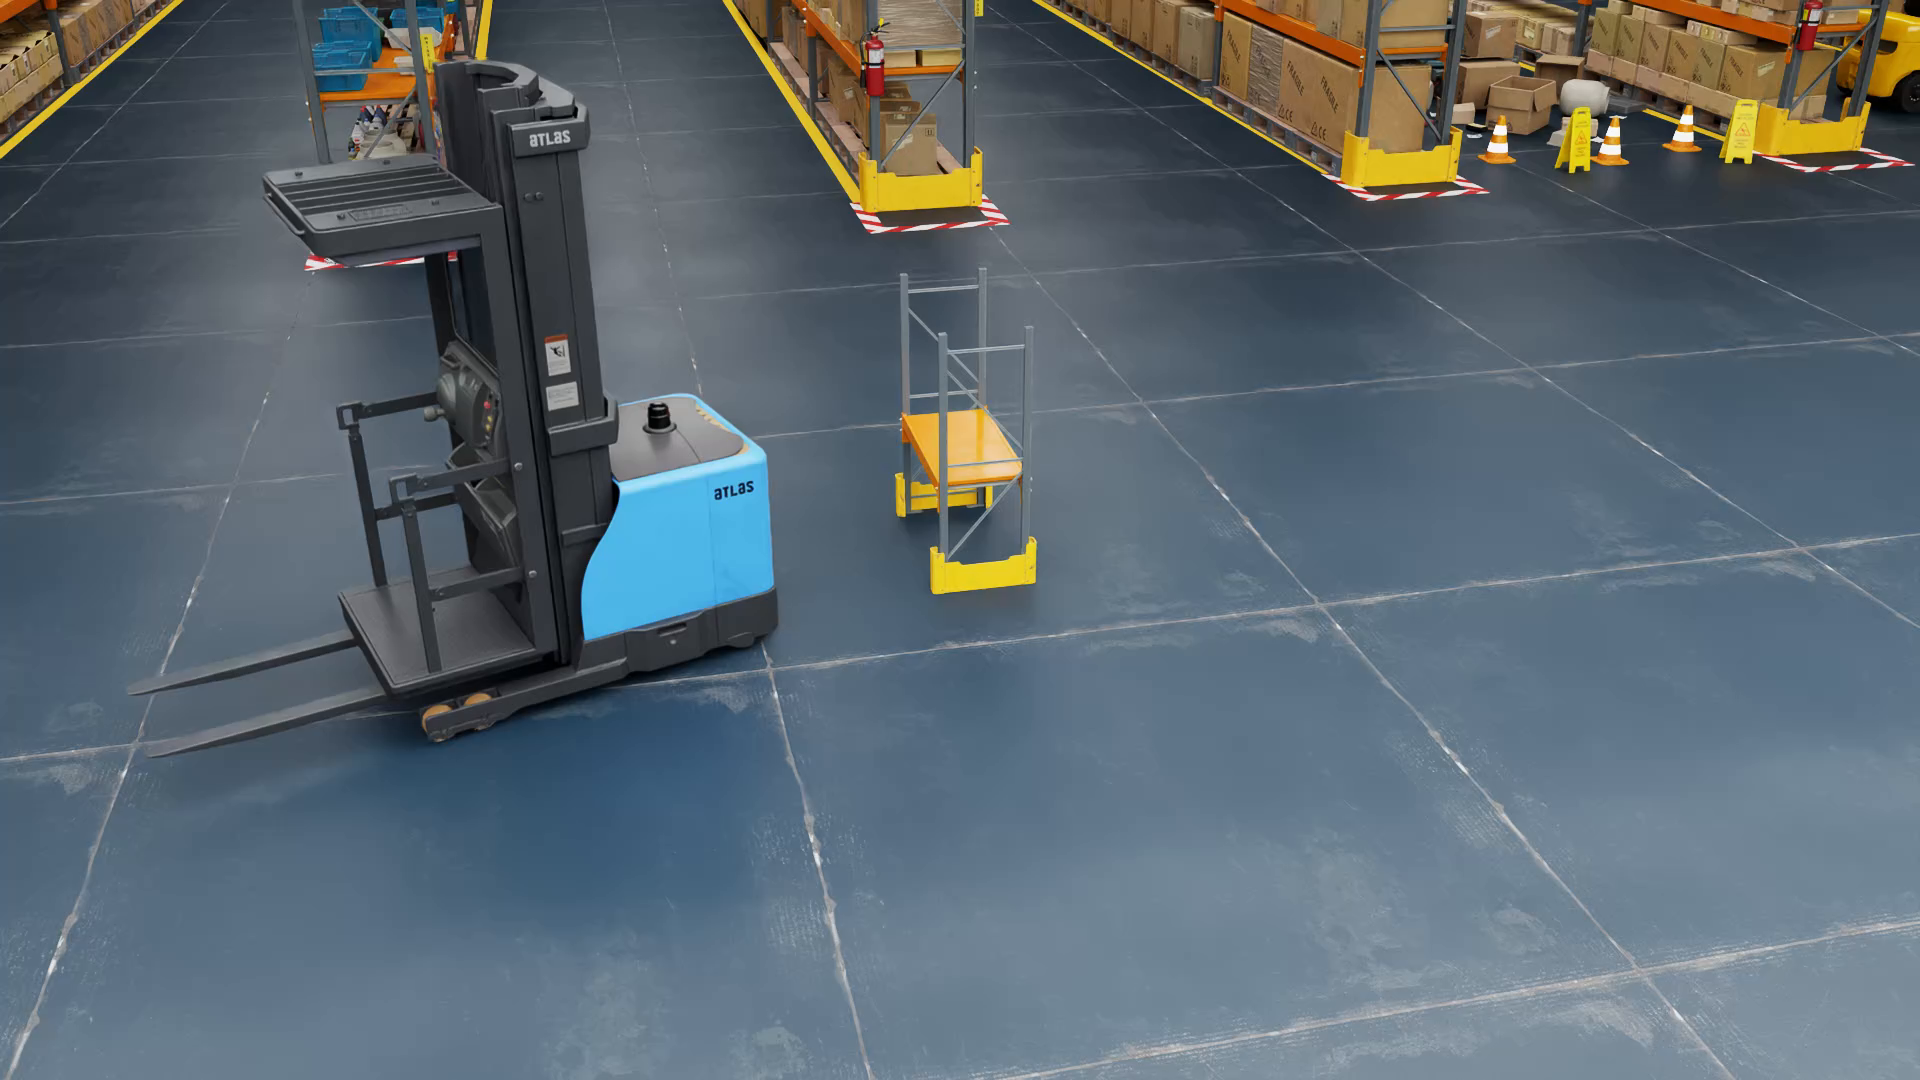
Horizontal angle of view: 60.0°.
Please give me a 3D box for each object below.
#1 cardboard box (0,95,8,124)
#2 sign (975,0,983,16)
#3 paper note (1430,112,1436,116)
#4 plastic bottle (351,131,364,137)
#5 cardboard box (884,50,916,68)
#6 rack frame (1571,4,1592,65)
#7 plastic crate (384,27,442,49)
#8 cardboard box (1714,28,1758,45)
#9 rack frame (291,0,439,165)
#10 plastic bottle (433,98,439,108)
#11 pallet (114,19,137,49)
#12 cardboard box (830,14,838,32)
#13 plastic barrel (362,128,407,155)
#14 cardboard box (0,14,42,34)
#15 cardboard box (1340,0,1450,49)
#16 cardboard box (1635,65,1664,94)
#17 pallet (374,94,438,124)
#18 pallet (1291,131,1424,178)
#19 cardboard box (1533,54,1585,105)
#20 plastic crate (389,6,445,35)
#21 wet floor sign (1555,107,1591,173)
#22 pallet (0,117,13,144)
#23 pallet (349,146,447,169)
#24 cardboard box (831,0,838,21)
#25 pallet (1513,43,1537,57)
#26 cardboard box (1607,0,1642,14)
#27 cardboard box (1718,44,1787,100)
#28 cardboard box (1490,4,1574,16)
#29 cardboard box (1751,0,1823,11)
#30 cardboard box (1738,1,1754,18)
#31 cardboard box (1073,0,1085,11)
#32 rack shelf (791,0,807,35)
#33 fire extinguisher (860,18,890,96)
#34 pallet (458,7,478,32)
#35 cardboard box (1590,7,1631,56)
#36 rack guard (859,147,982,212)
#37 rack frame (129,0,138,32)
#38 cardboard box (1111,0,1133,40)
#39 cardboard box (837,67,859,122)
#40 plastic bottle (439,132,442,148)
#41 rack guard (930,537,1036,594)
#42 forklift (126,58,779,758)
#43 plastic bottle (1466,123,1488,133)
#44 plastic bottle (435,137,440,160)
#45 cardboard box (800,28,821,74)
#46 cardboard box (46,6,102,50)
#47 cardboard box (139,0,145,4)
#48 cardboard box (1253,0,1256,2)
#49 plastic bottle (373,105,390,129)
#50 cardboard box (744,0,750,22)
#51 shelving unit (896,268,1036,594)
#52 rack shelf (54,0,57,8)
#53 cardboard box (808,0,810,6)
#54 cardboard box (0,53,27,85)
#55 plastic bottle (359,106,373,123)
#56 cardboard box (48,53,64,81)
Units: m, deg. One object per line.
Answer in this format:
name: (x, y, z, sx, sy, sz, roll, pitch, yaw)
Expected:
cardboard box: (-10.880, -4.723, 18.364, 0.500, 0.250, 0.500, -5, 27, -10)
sign: (0.165, -5.026, 15.418, 0.100, 0.325, 0.005, -6, 27, -12)
paper note: (5.679, -5.060, 19.751, 0.172, 0.023, 0.155, 3, 27, 6)
plastic bottle: (-6.091, -3.998, 16.877, 0.152, 0.276, 0.135, -7, 28, -13)
cardboard box: (-0.629, -4.576, 15.767, 0.380, 0.149, 0.250, -6, 27, -12)
rack frame: (8.390, -7.347, 20.977, 1.000, 3.000, 0.127, -6, 27, -12)
plastic crate: (-5.478, -5.033, 16.685, 0.530, 0.136, 0.437, -6, 27, -12)
cardboard box: (8.709, -5.655, 18.658, 0.380, 0.149, 0.250, -5, 27, -10)
rack frame: (-5.189, -4.081, 14.507, 1.000, 3.000, 0.127, -6, 27, -12)
plastic bottle: (-5.664, -4.598, 17.982, 0.144, 0.351, 0.185, -7, 28, -13)
pallet: (-12.500, -7.250, 23.880, 1.003, 0.211, 1.213, -6, 27, -12)
cardboard box: (-1.158, -5.446, 17.490, 0.380, 0.149, 0.250, -6, 27, -12)
plastic barrel: (-5.525, -3.660, 15.966, 0.421, 0.512, 0.421, 0, 27, 0)
cardboard box: (-12.258, -6.559, 21.703, 0.500, 0.500, 0.500, -5, 27, -10)
cardboard box: (4.364, -5.269, 16.694, 0.875, 0.550, 0.550, -6, 27, -12)
cardboard box: (8.514, -5.554, 20.011, 0.500, 0.250, 0.500, -6, 27, -12)
pallet: (-6.305, -4.933, 19.290, 1.003, 0.211, 1.213, -6, 27, -12)
pallet: (4.235, -4.142, 17.722, 1.003, 0.211, 1.213, -6, 27, -12)
cardboard box: (7.306, -5.623, 20.334, 0.500, 0.500, 0.500, 13, 30, 24)
plastic crate: (-5.576, -5.313, 17.112, 0.499, 0.251, 0.616, -6, 27, -12)
wet floor sign: (6.427, -4.181, 17.318, 0.267, 0.644, 0.232, -11, 29, -20)
pallet: (-11.121, -4.411, 18.254, 1.003, 0.211, 1.213, -6, 27, -12)
pallet: (-5.701, -3.757, 16.959, 1.003, 0.211, 1.213, -6, 27, -12)
cardboard box: (-0.862, -5.658, 17.190, 0.875, 0.500, 0.500, -6, 27, -12)
pallet: (7.935, -6.980, 23.345, 1.003, 0.211, 1.213, -6, 27, -12)
cardboard box: (8.230, -6.584, 20.498, 0.380, 0.149, 0.250, -6, 27, -11)
cardboard box: (8.857, -5.211, 18.498, 0.500, 0.500, 0.500, -6, 27, -11)
cardboard box: (7.946, -7.211, 23.159, 0.950, 0.372, 0.625, -5, 27, -10)
cardboard box: (8.901, -5.978, 17.825, 0.500, 0.500, 0.500, -6, 27, -13)
cardboard box: (8.797, -5.836, 18.262, 0.380, 0.149, 0.250, -6, 27, -12)
cardboard box: (2.038, -8.348, 25.269, 0.500, 0.500, 0.500, -7, 28, -14)
rack shelf: (-1.715, -6.897, 20.885, 1.077, 0.370, 4.000, -6, 27, -12)
fire extinguisher: (-0.786, -4.453, 15.329, 0.296, 0.674, 0.183, -6, 27, -12)
pallet: (-7.760, -7.762, 24.893, 1.003, 0.211, 1.213, -6, 27, -12)
cardboard box: (8.260, -6.355, 20.765, 0.500, 0.500, 0.500, -5, 27, -9)
rack guard: (-0.380, -3.502, 16.133, 1.175, 0.500, 0.348, -6, 27, -12)
rack frame: (-12.720, -8.848, 23.951, 1.000, 3.000, 0.127, -6, 27, -12)
cardboard box: (2.739, -7.462, 23.236, 1.050, 0.750, 0.750, -6, 27, -12)
cardboard box: (-1.077, -4.982, 18.599, 0.500, 0.500, 0.500, 2, 27, 5)
plastic bottle: (-5.462, -4.184, 17.328, 0.097, 0.201, 0.097, 0, 27, 0)
rack guard: (0.129, 0.140, 9.194, 0.587, 0.250, 0.087, -6, 27, -12)
forklift: (-2.475, -0.630, 7.746, 3.031, 2.935, 1.130, -15, 31, -28)
plastic bottle: (5.892, -4.726, 19.046, 0.133, 0.061, 0.283, -16, 31, -29)
plastic bottle: (-5.327, -3.994, 16.860, 0.061, 0.283, 0.133, -5, 27, -11)
cardboard box: (-1.598, -6.150, 20.891, 0.700, 0.500, 0.500, -8, 28, -16)
cardboard box: (-11.874, -6.851, 22.281, 0.500, 0.500, 0.500, -6, 27, -12)
cardboard box: (-12.808, -8.365, 25.649, 0.380, 0.166, 0.250, -6, 27, -12)
cardboard box: (3.831, -6.467, 19.067, 0.875, 0.550, 0.550, -6, 27, -12)
plastic bottle: (-6.172, -4.469, 17.728, 0.144, 0.351, 0.185, -6, 27, -12)
cardboard box: (-2.495, -8.033, 24.227, 1.225, 0.875, 0.875, -6, 27, -11)
shelving unit: (0.017, -0.636, 9.346, 0.587, 1.500, 1.083, -6, 27, -12)
rack shelf: (-12.269, -7.649, 22.374, 1.077, 0.370, 4.000, -6, 27, -12)
cardboard box: (-1.509, -6.103, 18.792, 0.380, 0.149, 0.250, -6, 27, -12)
cardboard box: (-11.115, -5.428, 19.138, 0.500, 0.311, 0.500, -5, 27, -10)
plastic bottle: (-6.313, -4.455, 17.699, 0.144, 0.351, 0.185, -5, 27, -10)
cardboard box: (-11.462, -5.846, 20.589, 0.500, 0.250, 0.500, -5, 27, -10)
